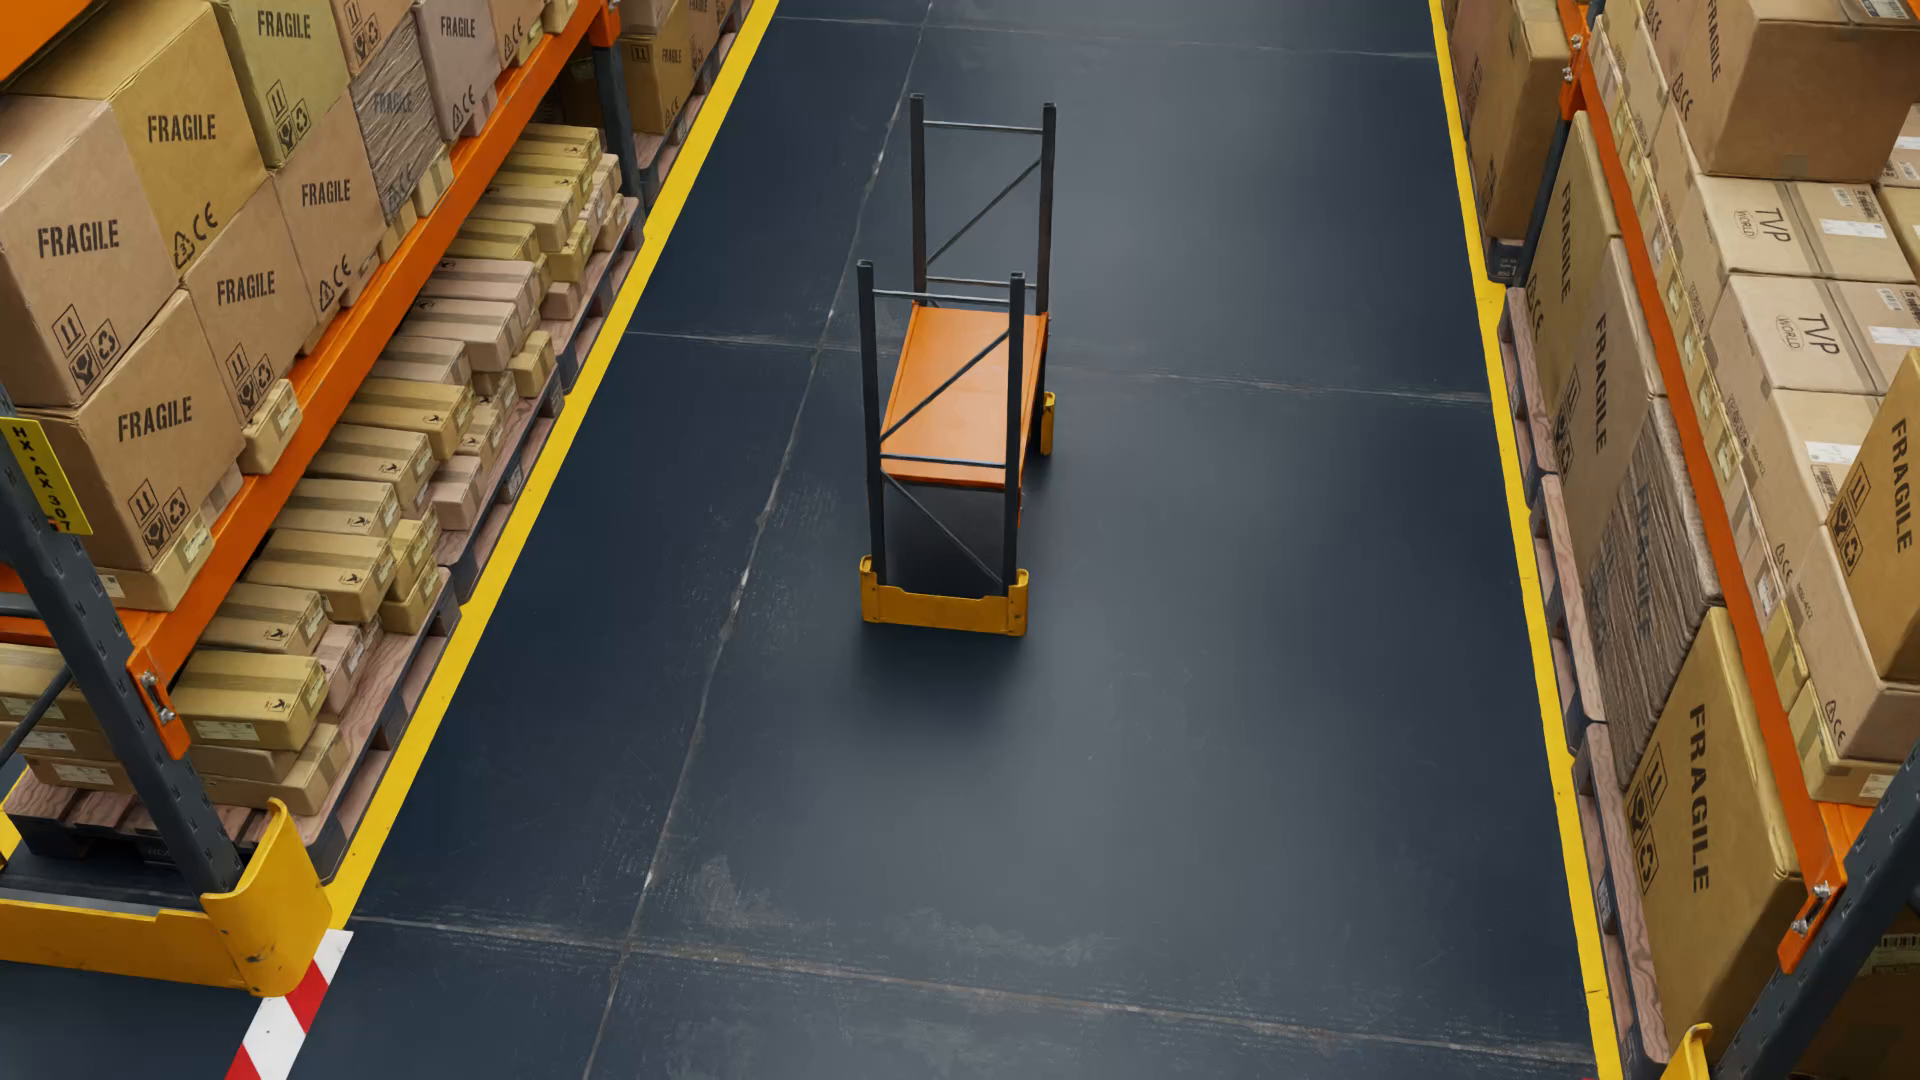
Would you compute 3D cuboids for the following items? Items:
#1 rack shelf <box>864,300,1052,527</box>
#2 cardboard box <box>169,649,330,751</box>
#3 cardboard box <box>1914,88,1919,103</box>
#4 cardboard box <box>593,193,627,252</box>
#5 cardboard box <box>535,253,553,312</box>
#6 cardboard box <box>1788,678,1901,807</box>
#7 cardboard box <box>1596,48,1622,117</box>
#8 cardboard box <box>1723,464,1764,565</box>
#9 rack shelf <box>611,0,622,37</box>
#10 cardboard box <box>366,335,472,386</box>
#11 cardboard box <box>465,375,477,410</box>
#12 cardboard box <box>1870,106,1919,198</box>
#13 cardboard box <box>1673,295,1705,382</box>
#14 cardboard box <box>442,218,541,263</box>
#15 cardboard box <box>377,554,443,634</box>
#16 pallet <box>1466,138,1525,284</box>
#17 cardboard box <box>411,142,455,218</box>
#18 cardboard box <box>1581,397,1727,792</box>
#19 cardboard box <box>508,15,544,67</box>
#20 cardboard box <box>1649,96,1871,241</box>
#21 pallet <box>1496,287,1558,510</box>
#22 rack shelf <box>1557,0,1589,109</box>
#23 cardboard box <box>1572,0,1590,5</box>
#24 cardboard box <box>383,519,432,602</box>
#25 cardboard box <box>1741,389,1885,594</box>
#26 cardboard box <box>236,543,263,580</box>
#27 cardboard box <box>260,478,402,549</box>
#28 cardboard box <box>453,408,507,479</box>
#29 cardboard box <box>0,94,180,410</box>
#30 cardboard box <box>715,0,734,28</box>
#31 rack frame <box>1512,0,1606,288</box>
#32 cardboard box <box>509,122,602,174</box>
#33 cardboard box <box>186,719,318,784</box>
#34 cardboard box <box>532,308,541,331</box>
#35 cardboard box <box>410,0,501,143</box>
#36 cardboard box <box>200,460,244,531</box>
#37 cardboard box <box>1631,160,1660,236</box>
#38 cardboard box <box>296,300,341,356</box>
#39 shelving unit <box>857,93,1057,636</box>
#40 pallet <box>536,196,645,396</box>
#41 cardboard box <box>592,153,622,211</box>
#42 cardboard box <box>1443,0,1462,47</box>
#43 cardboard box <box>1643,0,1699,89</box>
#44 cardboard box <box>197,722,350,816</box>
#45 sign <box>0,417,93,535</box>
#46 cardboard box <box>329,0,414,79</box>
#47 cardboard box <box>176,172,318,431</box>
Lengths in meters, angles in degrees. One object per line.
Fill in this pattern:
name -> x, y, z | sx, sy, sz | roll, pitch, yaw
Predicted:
rack shelf -> 0.011, -0.472, 5.919 | 0.538, 0.185, 1.000 | 5, 44, 6
cardboard box -> -2.103, 0.471, 4.906 | 0.380, 0.149, 0.250 | 3, 44, 4
cardboard box -> 3.056, -1.723, 5.235 | 0.500, 0.500, 0.500 | 6, 44, 6
cardboard box -> -1.695, -1.414, 7.330 | 0.380, 0.149, 0.250 | 6, 44, 6
cardboard box -> -1.879, -1.045, 6.724 | 0.380, 0.149, 0.250 | 6, 44, 6
cardboard box -> 2.114, 0.469, 3.756 | 0.380, 0.149, 0.250 | 6, 44, 6
cardboard box -> 2.519, -1.634, 5.977 | 0.380, 0.149, 0.250 | 4, 44, 4
cardboard box -> 2.216, -0.050, 4.304 | 0.380, 0.149, 0.250 | 6, 44, 6
rack shelf -> -1.716, -3.697, 8.496 | 1.077, 0.370, 4.000 | 5, 44, 6
cardboard box -> -2.011, -0.608, 6.045 | 0.380, 0.149, 0.250 | 5, 44, 6
cardboard box -> -2.026, -0.511, 6.160 | 0.380, 0.149, 0.250 | 7, 44, 7
cardboard box -> 2.991, -1.104, 5.127 | 0.500, 0.250, 0.500 | 6, 44, 6
cardboard box -> 2.317, -0.573, 4.856 | 0.380, 0.149, 0.250 | 6, 44, 6
cardboard box -> -1.901, -1.145, 6.613 | 0.380, 0.149, 0.250 | 7, 44, 7
cardboard box -> -2.001, 0.165, 5.662 | 0.380, 0.149, 0.250 | 6, 44, 6
pallet -> 2.950, -1.596, 7.782 | 1.003, 0.211, 1.213 | 5, 44, 6
cardboard box -> -1.922, -1.216, 5.536 | 0.380, 0.149, 0.250 | 6, 44, 6
cardboard box -> 2.519, 0.206, 5.091 | 0.875, 0.875, 0.875 | 5, 44, 6
cardboard box -> -1.807, -1.926, 6.285 | 0.380, 0.149, 0.250 | 7, 44, 7
cardboard box -> 2.467, -1.141, 5.166 | 0.500, 0.250, 0.500 | 6, 44, 7
pallet -> 2.744, -0.552, 6.679 | 1.003, 0.211, 1.213 | 5, 44, 6
rack shelf -> 3.187, -3.177, 7.947 | 1.077, 0.370, 4.000 | 5, 44, 6
cardboard box -> 2.714, -2.456, 6.589 | 0.500, 0.500, 0.500 | 5, 44, 6
cardboard box -> -2.007, 0.050, 5.567 | 0.380, 0.149, 0.250 | 7, 44, 7
cardboard box -> 2.262, -0.103, 4.070 | 0.500, 0.250, 0.500 | 5, 44, 5
cardboard box -> -2.518, -0.008, 5.629 | 0.380, 0.149, 0.250 | 5, 44, 5
cardboard box -> -2.075, -0.064, 5.472 | 0.380, 0.149, 0.250 | 3, 44, 3
cardboard box -> -1.932, -0.370, 6.227 | 0.380, 0.149, 0.250 | 5, 44, 6
cardboard box -> -2.187, -0.659, 3.748 | 0.500, 0.500, 0.500 | 5, 44, 5
cardboard box -> -1.496, -3.039, 8.790 | 0.500, 0.500, 0.500 | 6, 44, 6
rack frame -> 2.923, -2.076, 6.260 | 1.000, 3.000, 0.127 | 5, 44, 6
cardboard box -> -1.770, -1.663, 7.160 | 0.380, 0.149, 0.250 | 6, 44, 7
cardboard box -> -2.186, 0.572, 5.016 | 0.380, 0.149, 0.250 | 7, 44, 7
cardboard box -> -1.938, -0.891, 6.777 | 0.380, 0.149, 0.250 | 4, 44, 4
cardboard box -> -1.901, -1.692, 5.566 | 0.500, 0.500, 0.500 | 5, 44, 5
cardboard box -> -2.149, -0.146, 4.406 | 0.380, 0.149, 0.250 | 7, 44, 7
cardboard box -> 2.418, -1.101, 5.414 | 0.380, 0.149, 0.250 | 5, 44, 5
cardboard box -> -2.102, -0.697, 4.987 | 0.380, 0.149, 0.250 | 5, 44, 5
shelving unit -> 0.010, -0.597, 5.789 | 0.587, 1.500, 1.083 | 5, 44, 6
pallet -> -2.034, -1.122, 7.281 | 1.003, 0.211, 1.213 | 5, 44, 6
cardboard box -> -1.707, -1.577, 7.286 | 0.380, 0.149, 0.250 | 6, 44, 6
cardboard box -> 3.214, -3.107, 8.590 | 1.225, 0.875, 0.875 | 5, 44, 6
cardboard box -> 2.533, -1.763, 5.278 | 0.500, 0.500, 0.500 | 5, 44, 6
cardboard box -> -2.123, 0.685, 5.113 | 0.380, 0.149, 0.250 | 6, 44, 6
sign -> -1.971, -0.134, 3.581 | 0.100, 0.325, 0.005 | 5, 44, 6
cardboard box -> -1.972, -1.703, 4.851 | 0.500, 0.500, 0.500 | 4, 44, 4
cardboard box -> -2.131, -0.662, 4.478 | 0.500, 0.500, 0.500 | 5, 44, 6
